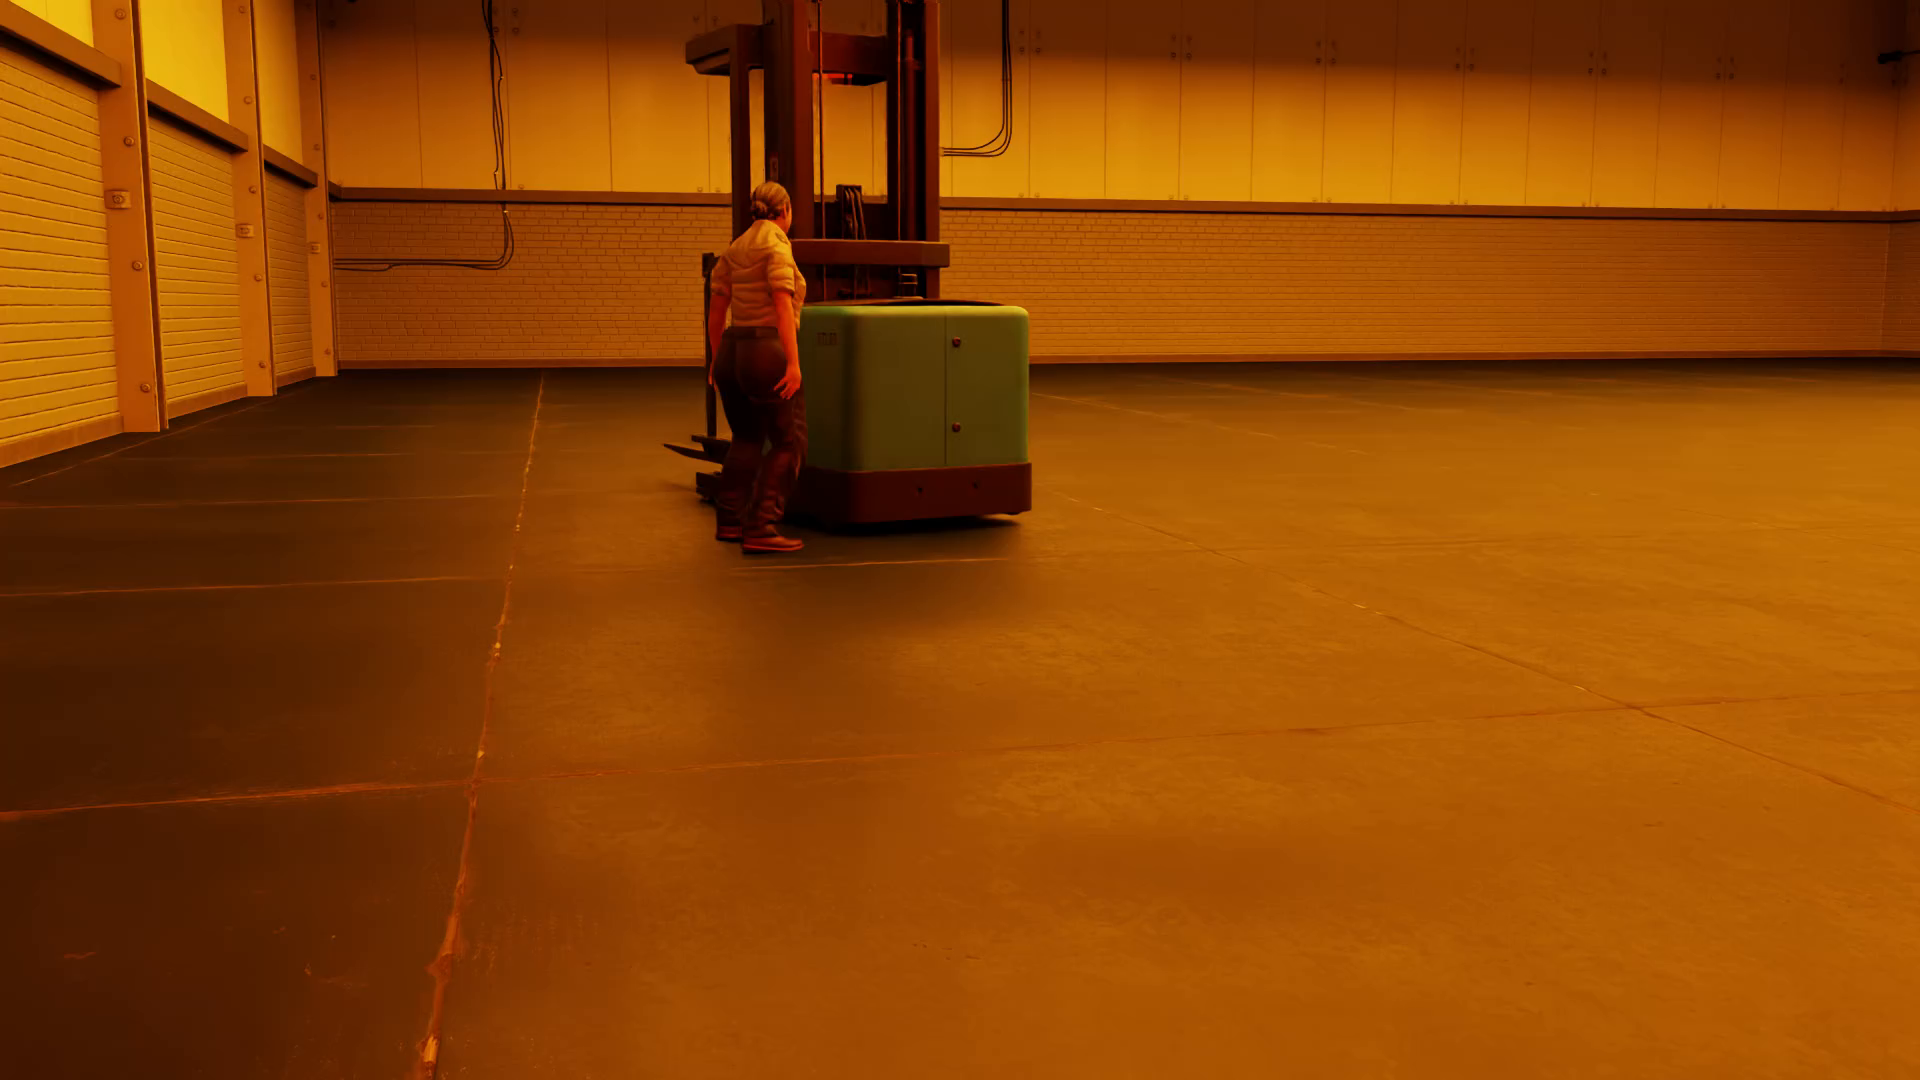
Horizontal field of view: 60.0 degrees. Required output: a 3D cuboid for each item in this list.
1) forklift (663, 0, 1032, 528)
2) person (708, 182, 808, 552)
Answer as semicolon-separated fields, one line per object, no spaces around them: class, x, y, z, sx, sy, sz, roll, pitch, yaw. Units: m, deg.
forklift;-0.813;-1.671;9.072;1.130;2.935;3.031;-5;9;-29
person;-0.905;-0.770;7.400;0.374;1.624;0.805;-7;11;-41
